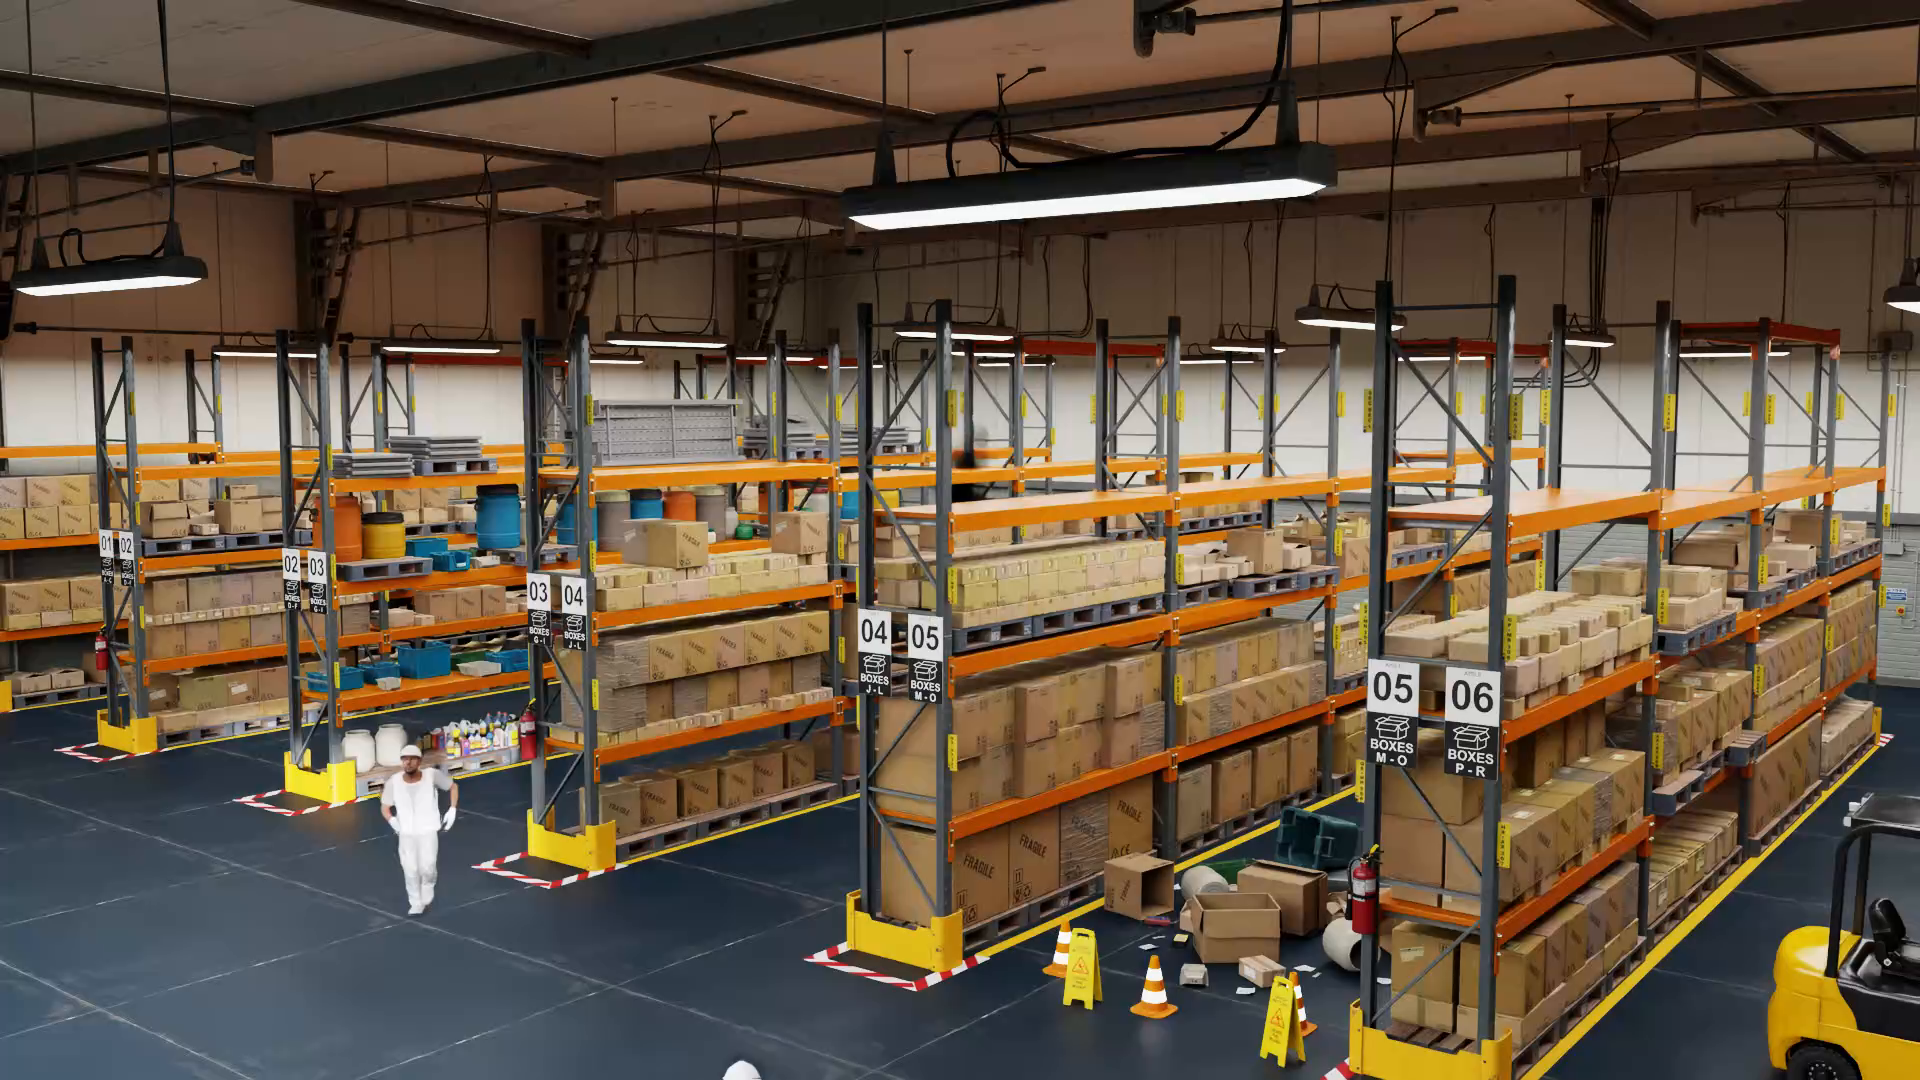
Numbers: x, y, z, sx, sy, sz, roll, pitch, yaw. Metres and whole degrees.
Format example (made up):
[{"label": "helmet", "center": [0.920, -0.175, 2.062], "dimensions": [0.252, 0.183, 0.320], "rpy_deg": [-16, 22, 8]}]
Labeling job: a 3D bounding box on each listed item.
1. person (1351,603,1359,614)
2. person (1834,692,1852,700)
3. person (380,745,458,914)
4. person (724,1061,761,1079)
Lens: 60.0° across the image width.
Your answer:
[{"label": "person", "center": [6.632, 1.913, 27.505], "dimensions": [0.672, 1.732, 0.690], "rpy_deg": [-5, 7, -44]}, {"label": "person", "center": [13.718, 2.042, 26.244], "dimensions": [0.760, 1.711, 0.604], "rpy_deg": [-3, 6, -28]}, {"label": "person", "center": [-5.325, 2.870, 16.346], "dimensions": [0.708, 1.729, 0.701], "rpy_deg": [-1, 5, -8]}, {"label": "person", "center": [-1.118, 3.544, 8.582], "dimensions": [0.655, 1.772, 0.898], "rpy_deg": [-1, 5, -10]}]
